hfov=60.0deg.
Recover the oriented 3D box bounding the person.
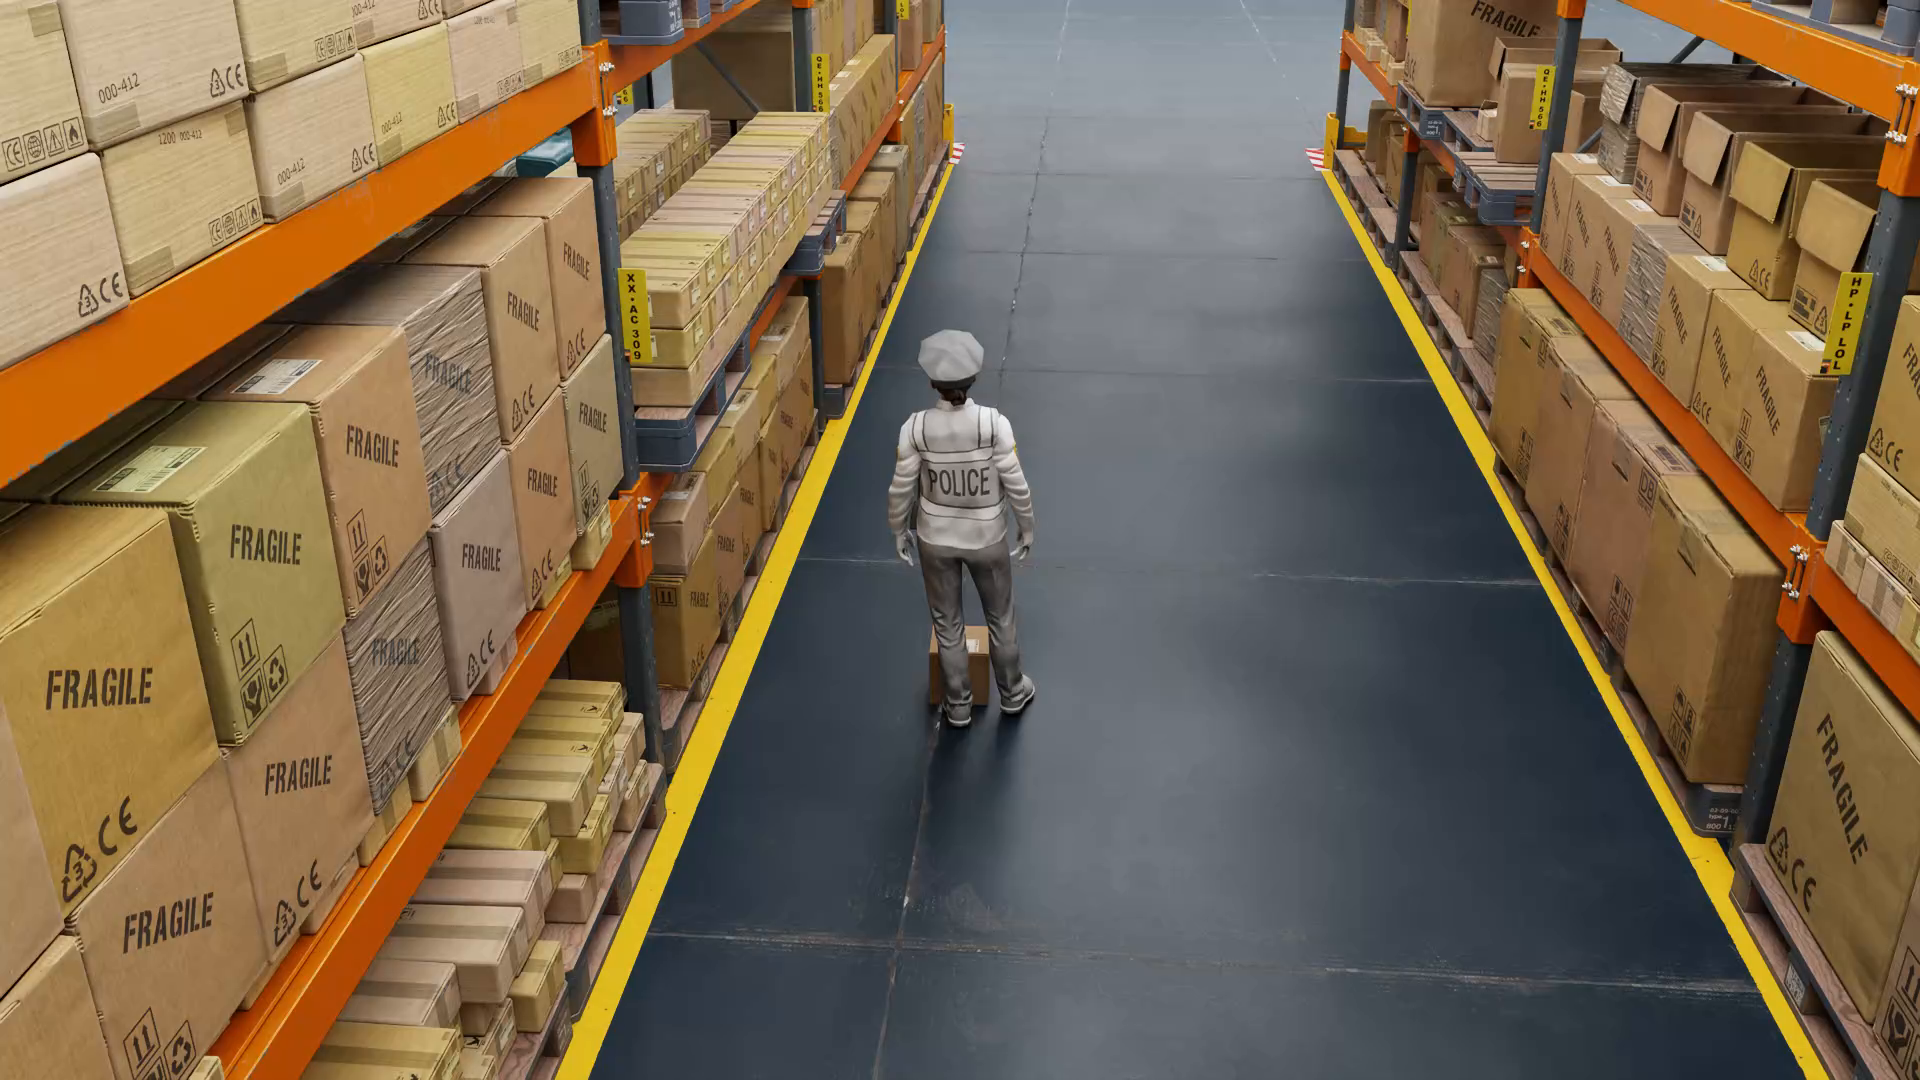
[{"bbox_3d":[0.014,-0.041,6.633,0.588,1.697,0.534,2,25,4],"label":"person"}]
